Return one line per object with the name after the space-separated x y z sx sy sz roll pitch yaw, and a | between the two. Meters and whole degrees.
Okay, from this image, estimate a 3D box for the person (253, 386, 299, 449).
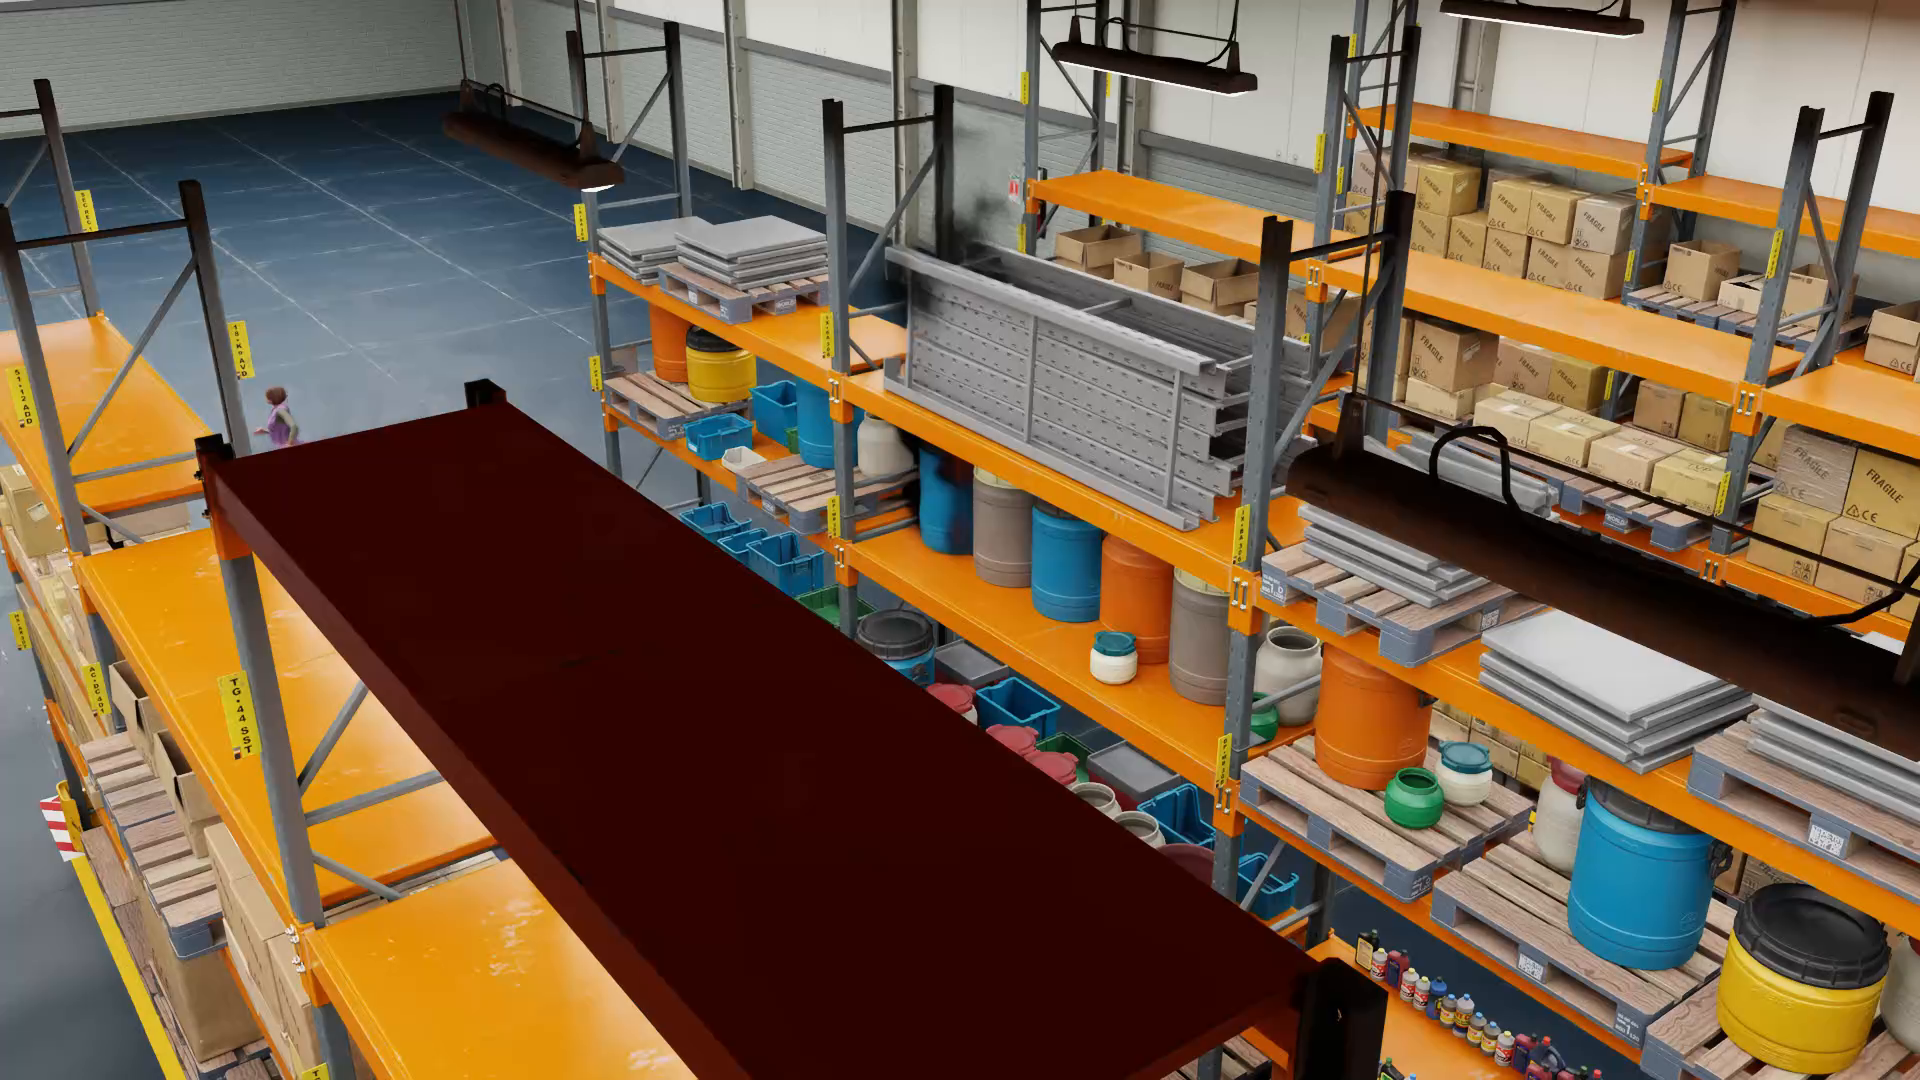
-7.908 -1.047 19.376 0.582 1.561 0.529 -7 26 -14 | person
